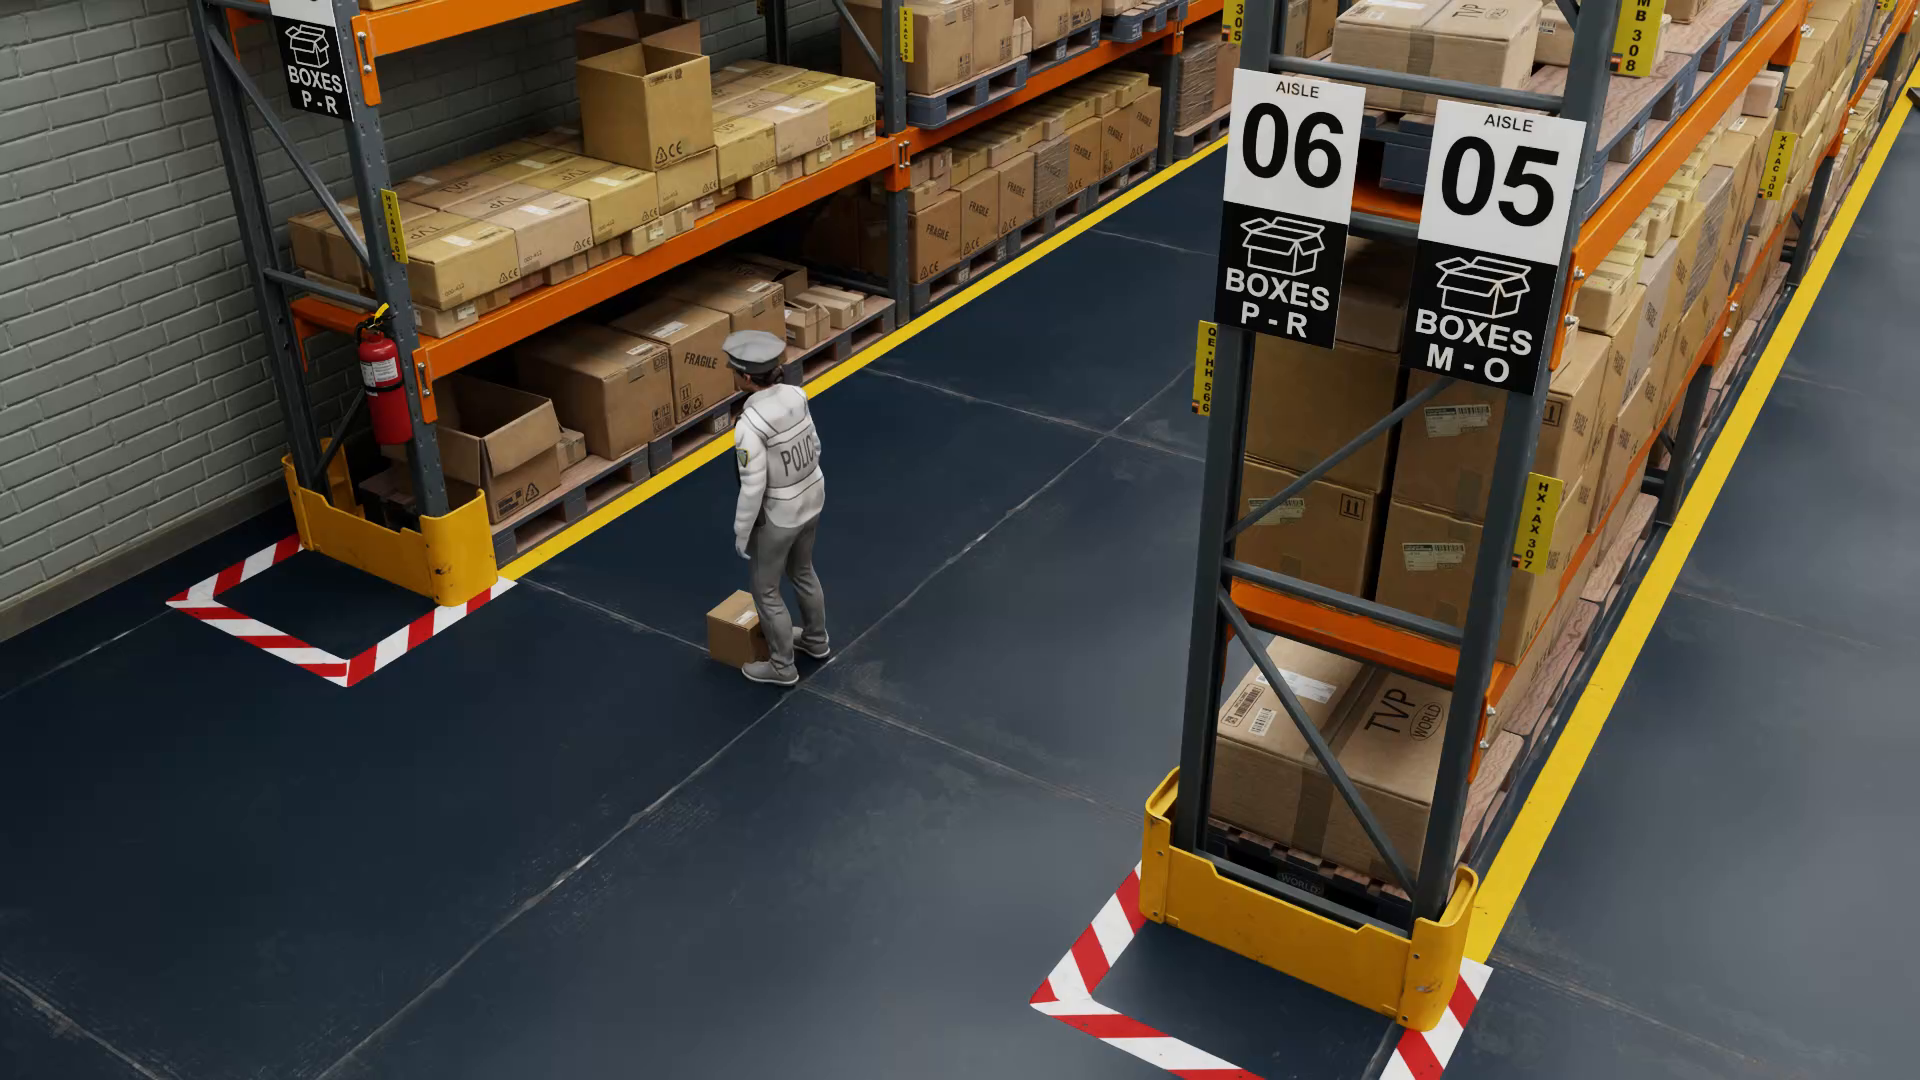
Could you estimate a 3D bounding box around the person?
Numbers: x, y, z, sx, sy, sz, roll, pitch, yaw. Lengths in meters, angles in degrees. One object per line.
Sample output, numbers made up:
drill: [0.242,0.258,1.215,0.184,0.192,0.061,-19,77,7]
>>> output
person: [-0.804,-0.117,7.325,0.377,1.663,0.539,17,35,26]
